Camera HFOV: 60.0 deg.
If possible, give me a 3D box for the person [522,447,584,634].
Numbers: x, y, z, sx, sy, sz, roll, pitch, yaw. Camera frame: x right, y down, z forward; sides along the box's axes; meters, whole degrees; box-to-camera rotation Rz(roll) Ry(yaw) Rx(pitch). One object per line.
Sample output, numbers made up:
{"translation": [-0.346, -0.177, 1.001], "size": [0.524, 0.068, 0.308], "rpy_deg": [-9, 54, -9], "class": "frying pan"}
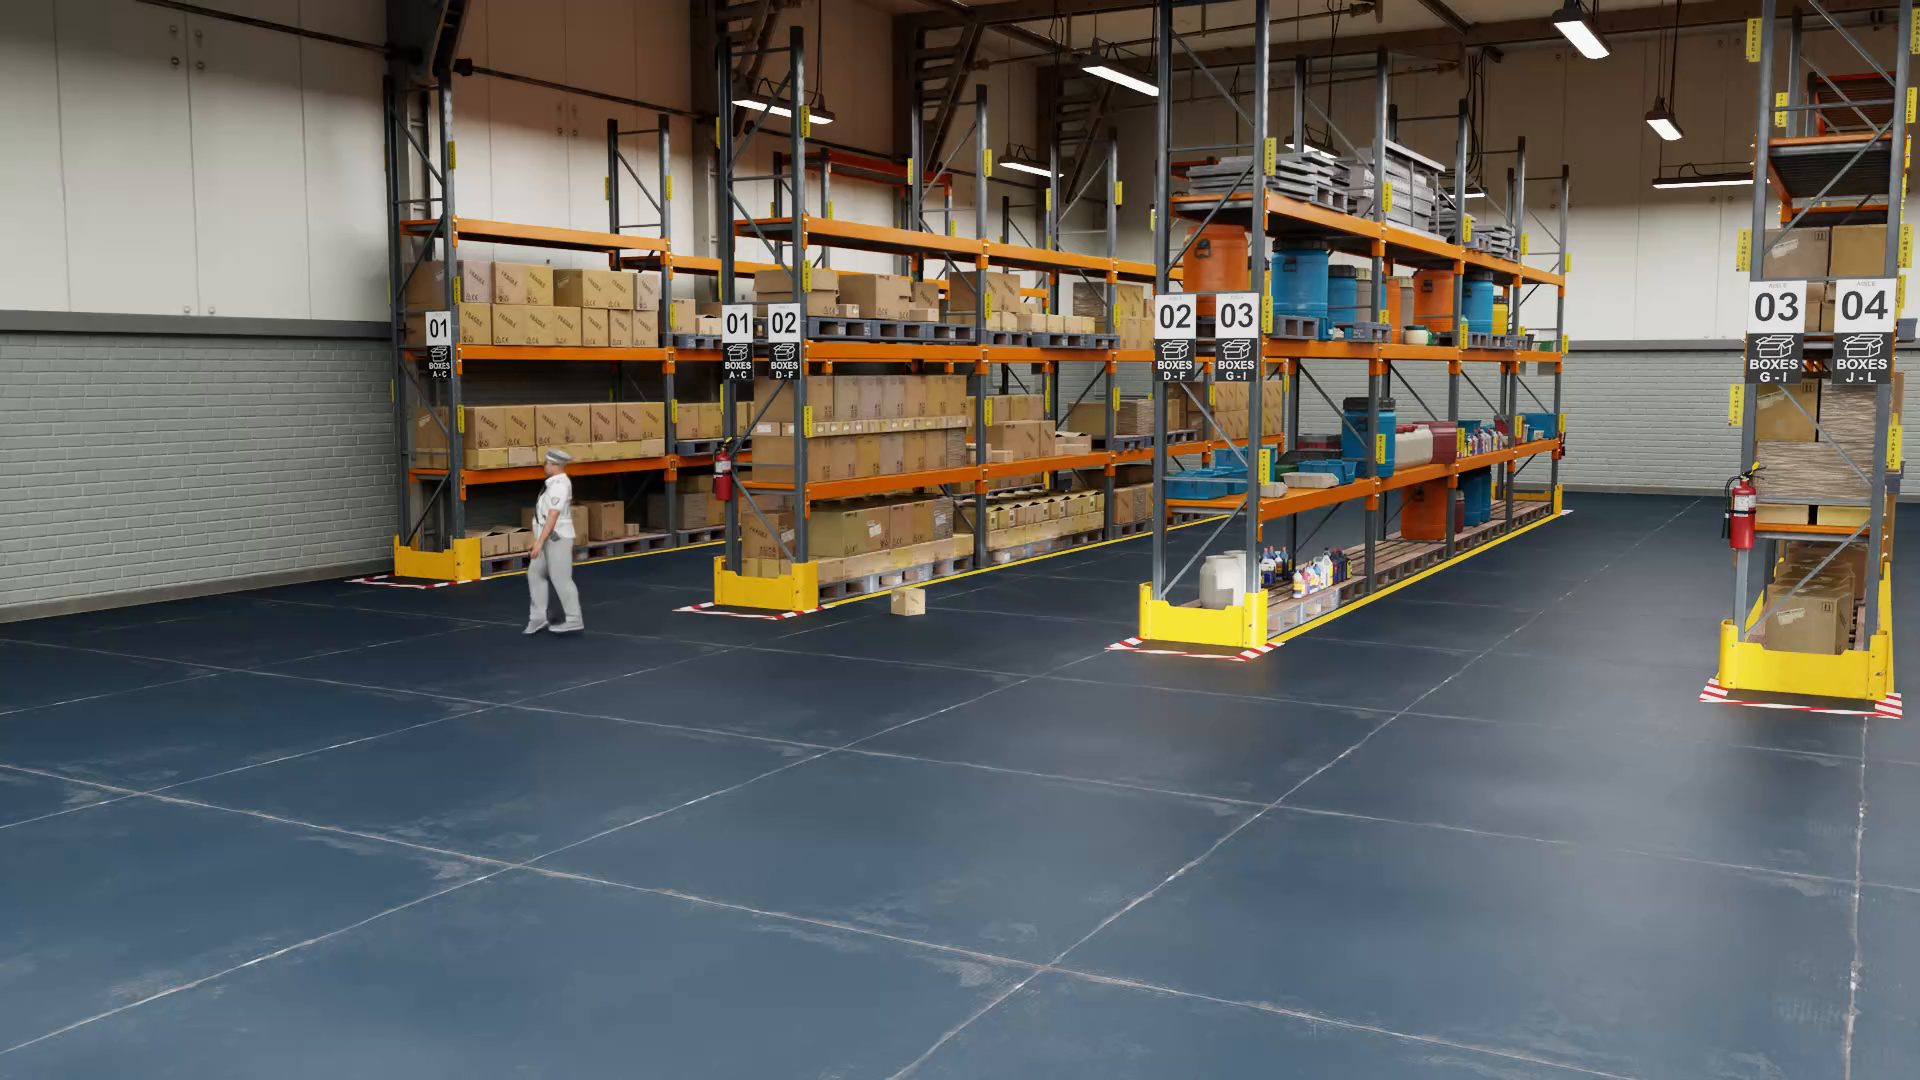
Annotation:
{"translation": [-3.905, 0.046, 15.801], "size": [0.614, 1.852, 0.533], "rpy_deg": [-2, 6, -15], "class": "person"}
